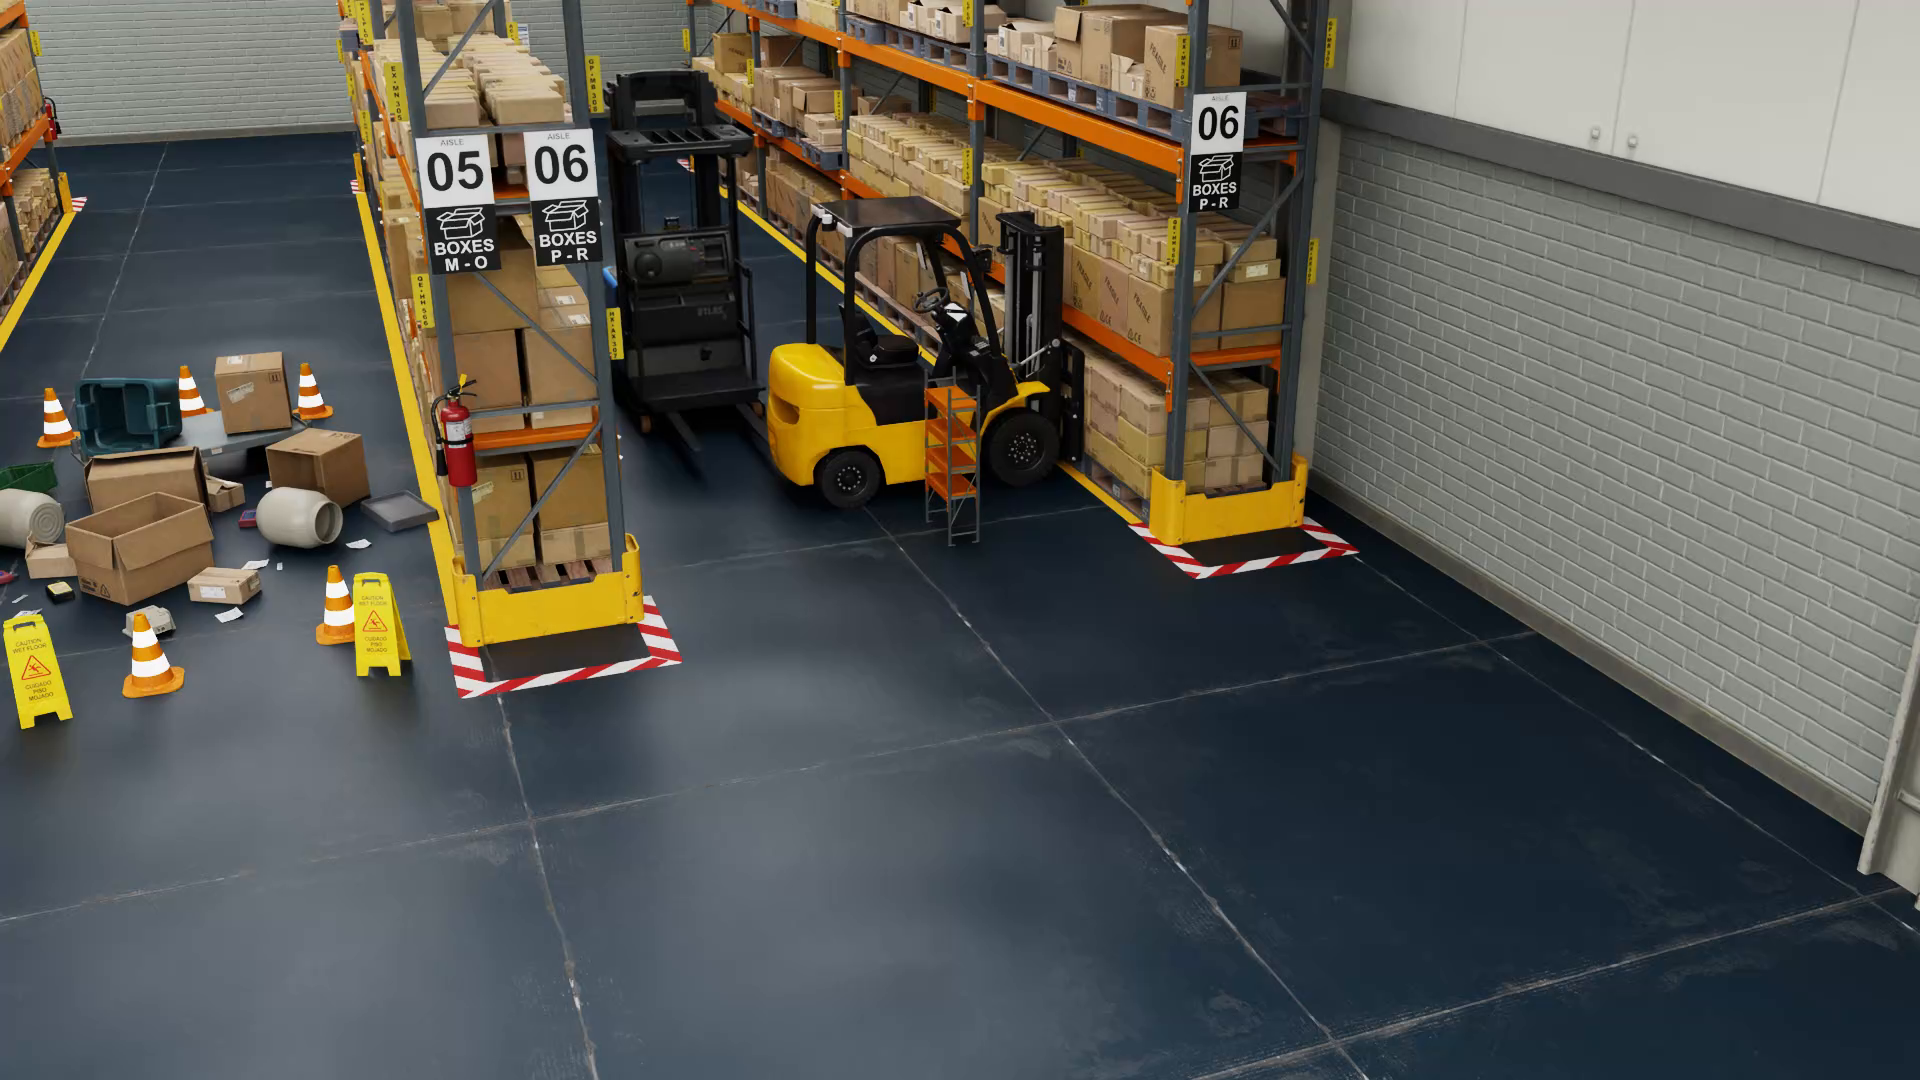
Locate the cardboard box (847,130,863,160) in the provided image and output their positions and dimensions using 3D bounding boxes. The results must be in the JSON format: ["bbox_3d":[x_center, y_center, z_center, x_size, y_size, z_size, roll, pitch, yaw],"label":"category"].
[{"bbox_3d":[-0.932,-4.356,18.272,0.500,0.250,0.500,-8,24,-19],"label":"cardboard box"}]

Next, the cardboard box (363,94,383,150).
[{"bbox_3d":[-5.906,-4.369,17.338,0.500,0.500,0.500,-9,24,-20],"label":"cardboard box"}]

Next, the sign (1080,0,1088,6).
[{"bbox_3d":[1.095,-4.673,14.845,0.100,0.325,0.005,-8,24,-19],"label":"sign"}]

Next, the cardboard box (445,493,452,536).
[{"bbox_3d":[-3.366,-0.176,11.805,0.500,0.250,0.500,-8,24,-19],"label":"cardboard box"}]

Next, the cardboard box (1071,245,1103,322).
[{"bbox_3d":[1.214,-2.051,13.124,0.500,0.500,0.500,-9,24,-20],"label":"cardboard box"}]

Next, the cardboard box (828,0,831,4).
[{"bbox_3d":[-1.260,-6.082,18.636,0.380,0.149,0.250,-9,24,-20],"label":"cardboard box"}]

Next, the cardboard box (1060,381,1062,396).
[{"bbox_3d":[0.983,-1.327,13.893,0.500,0.250,0.500,-8,24,-19],"label":"cardboard box"}]

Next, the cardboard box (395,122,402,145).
[{"bbox_3d":[-3.450,-2.773,10.916,0.500,0.250,0.500,-8,24,-18],"label":"cardboard box"}]

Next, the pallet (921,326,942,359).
[{"bbox_3d":[0.280,-1.917,16.525,1.003,0.211,1.213,-8,24,-19],"label":"pallet"}]

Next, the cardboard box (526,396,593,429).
[{"bbox_3d":[-2.579,-0.839,10.703,0.380,0.149,0.250,-8,24,-19],"label":"cardboard box"}]

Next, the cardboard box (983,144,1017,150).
[{"bbox_3d":[0.346,-3.821,16.489,0.380,0.149,0.250,-8,24,-19],"label":"cardboard box"}]

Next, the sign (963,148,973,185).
[{"bbox_3d":[0.072,-3.358,14.967,0.100,0.325,0.005,-8,24,-19],"label":"sign"}]

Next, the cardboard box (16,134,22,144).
[{"bbox_3d":[-11.792,-4.952,20.459,0.380,0.149,0.250,-7,24,-17],"label":"cardboard box"}]

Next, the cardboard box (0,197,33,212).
[{"bbox_3d":[-11.719,-4.144,20.584,0.380,0.149,0.250,-8,24,-18],"label":"cardboard box"}]

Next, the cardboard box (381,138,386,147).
[{"bbox_3d":[-5.152,-3.511,15.666,0.500,0.500,0.500,-8,24,-18],"label":"cardboard box"}]

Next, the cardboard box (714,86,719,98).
[{"bbox_3d":[-3.395,-6.552,24.256,0.380,0.149,0.250,-9,24,-20],"label":"cardboard box"}]

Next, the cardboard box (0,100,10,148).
[{"bbox_3d":[-11.426,-4.845,19.372,0.500,0.500,0.500,-9,24,-20],"label":"cardboard box"}]

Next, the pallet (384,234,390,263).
[{"bbox_3d":[-6.549,-3.609,20.540,1.003,0.211,1.213,-8,24,-19],"label":"pallet"}]

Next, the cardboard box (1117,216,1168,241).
[{"bbox_3d":[1.413,-2.346,12.608,0.380,0.149,0.250,-8,24,-19],"label":"cardboard box"}]

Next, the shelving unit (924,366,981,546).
[{"bbox_3d":[-0.059,-0.613,12.160,0.258,1.200,0.503,-8,24,-19],"label":"shelving unit"}]

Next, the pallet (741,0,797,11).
[{"bbox_3d":[-2.085,-6.895,21.127,1.213,0.211,1.003,-8,24,-19],"label":"pallet"}]

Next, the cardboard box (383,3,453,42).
[{"bbox_3d":[-4.390,-4.187,13.468,0.500,0.250,0.500,-8,24,-18],"label":"cardboard box"}]

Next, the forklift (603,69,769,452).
[{"bbox_3d":[-2.370,-2.455,14.300,1.130,2.935,3.031,-9,24,-20],"label":"forklift"}]

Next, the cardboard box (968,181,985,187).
[{"bbox_3d":[0.248,-3.378,15.438,0.380,0.149,0.250,-7,24,-17],"label":"cardboard box"}]

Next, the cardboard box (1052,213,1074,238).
[{"bbox_3d":[0.971,-2.568,13.516,0.380,0.149,0.250,-9,24,-20],"label":"cardboard box"}]

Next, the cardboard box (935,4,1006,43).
[{"bbox_3d":[0.093,-4.749,15.240,0.500,0.311,0.500,-9,25,-21],"label":"cardboard box"}]

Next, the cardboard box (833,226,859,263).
[{"bbox_3d":[-1.187,-3.558,19.508,0.500,0.500,0.500,-8,24,-17],"label":"cardboard box"}]

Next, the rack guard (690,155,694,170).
[{"bbox_3d":[-3.636,-6.120,26.126,1.175,0.500,0.348,-8,24,-19],"label":"rack guard"}]

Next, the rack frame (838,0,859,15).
[{"bbox_3d":[-0.837,-7.157,17.644,1.000,3.000,0.127,-8,24,-19],"label":"rack frame"}]

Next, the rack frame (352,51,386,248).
[{"bbox_3d":[-6.892,-5.164,20.639,1.000,3.000,0.127,-8,24,-19],"label":"rack frame"}]

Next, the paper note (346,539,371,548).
[{"bbox_3d":[-4.389,0.026,12.148,0.142,0.019,0.148,-18,29,-37],"label":"paper note"}]

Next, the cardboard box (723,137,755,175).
[{"bbox_3d":[-3.177,-5.584,24.314,0.500,0.500,0.500,-8,24,-18],"label":"cardboard box"}]

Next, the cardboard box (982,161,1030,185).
[{"bbox_3d":[0.411,-3.265,14.787,0.380,0.149,0.250,-8,24,-18],"label":"cardboard box"}]

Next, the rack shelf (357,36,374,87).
[{"bbox_3d":[-6.186,-5.488,18.472,1.077,0.370,4.000,-8,24,-19],"label":"rack shelf"}]

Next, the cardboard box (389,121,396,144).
[{"bbox_3d":[-3.812,-2.896,11.720,0.380,0.149,0.250,-9,24,-20],"label":"cardboard box"}]

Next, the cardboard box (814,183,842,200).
[{"bbox_3d":[-1.565,-4.267,20.355,0.380,0.149,0.250,-9,24,-20],"label":"cardboard box"}]

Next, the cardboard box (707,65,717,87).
[{"bbox_3d":[-3.394,-6.799,24.328,0.500,0.250,0.500,-9,24,-20],"label":"cardboard box"}]

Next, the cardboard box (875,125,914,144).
[{"bbox_3d":[-0.685,-4.301,17.629,0.380,0.149,0.250,-8,24,-18],"label":"cardboard box"}]

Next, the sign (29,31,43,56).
[{"bbox_3d":[-12.374,-6.649,22.266,0.100,0.325,0.005,-8,24,-19],"label":"sign"}]

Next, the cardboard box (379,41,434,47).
[{"bbox_3d":[-4.141,-3.641,12.461,0.380,0.149,0.250,-8,24,-17],"label":"cardboard box"}]

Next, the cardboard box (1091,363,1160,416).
[{"bbox_3d":[1.349,-1.182,12.905,0.500,0.250,0.500,-8,24,-18],"label":"cardboard box"}]

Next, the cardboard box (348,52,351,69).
[{"bbox_3d":[-7.489,-5.989,21.182,0.500,0.500,0.500,-9,24,-20],"label":"cardboard box"}]

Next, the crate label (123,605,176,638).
[{"bbox_3d":[-5.266,0.535,10.804,0.298,0.136,0.250,18,29,36],"label":"crate label"}]

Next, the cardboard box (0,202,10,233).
[{"bbox_3d":[-10.988,-3.599,18.639,0.500,0.250,0.500,-9,24,-20],"label":"cardboard box"}]

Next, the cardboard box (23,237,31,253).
[{"bbox_3d":[-11.315,-3.504,19.831,0.380,0.149,0.250,-9,25,-21],"label":"cardboard box"}]

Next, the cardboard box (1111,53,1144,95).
[{"bbox_3d":[1.323,-3.397,12.090,0.396,0.266,0.258,-8,24,-19],"label":"cardboard box"}]

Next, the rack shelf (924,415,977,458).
[{"bbox_3d":[-0.059,-0.757,12.099,0.258,0.148,0.480,-8,24,-19],"label":"rack shelf"}]

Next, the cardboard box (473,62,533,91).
[{"bbox_3d":[-3.096,-3.152,11.300,0.380,0.149,0.250,-8,24,-18],"label":"cardboard box"}]

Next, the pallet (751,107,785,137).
[{"bbox_3d":[-2.070,-5.452,21.571,1.003,0.211,1.213,-8,24,-19],"label":"pallet"}]

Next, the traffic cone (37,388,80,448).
[{"bbox_3d":[-7.722,-1.066,14.184,0.336,0.463,0.334,-8,24,-19],"label":"traffic cone"}]

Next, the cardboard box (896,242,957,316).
[{"bbox_3d":[-0.153,-2.782,17.506,0.875,0.625,0.625,-9,25,-21],"label":"cardboard box"}]

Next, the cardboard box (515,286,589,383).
[{"bbox_3d":[-2.747,-1.384,11.161,0.500,0.500,0.500,-8,24,-17],"label":"cardboard box"}]

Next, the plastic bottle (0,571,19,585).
[{"bbox_3d":[-6.694,0.272,11.526,0.283,0.061,0.133,-18,29,-37],"label":"plastic bottle"}]

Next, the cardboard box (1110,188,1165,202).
[{"bbox_3d":[1.454,-2.781,13.638,0.380,0.149,0.250,-8,24,-17],"label":"cardboard box"}]

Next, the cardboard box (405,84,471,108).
[{"bbox_3d":[-3.211,-2.709,10.250,0.380,0.149,0.250,-9,24,-20],"label":"cardboard box"}]

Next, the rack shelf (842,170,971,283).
[{"bbox_3d":[-0.130,-3.334,17.225,1.077,0.370,4.000,-8,24,-19],"label":"rack shelf"}]

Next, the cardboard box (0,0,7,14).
[{"bbox_3d":[-11.936,-6.528,20.208,0.500,0.250,0.500,-7,24,-17],"label":"cardboard box"}]
